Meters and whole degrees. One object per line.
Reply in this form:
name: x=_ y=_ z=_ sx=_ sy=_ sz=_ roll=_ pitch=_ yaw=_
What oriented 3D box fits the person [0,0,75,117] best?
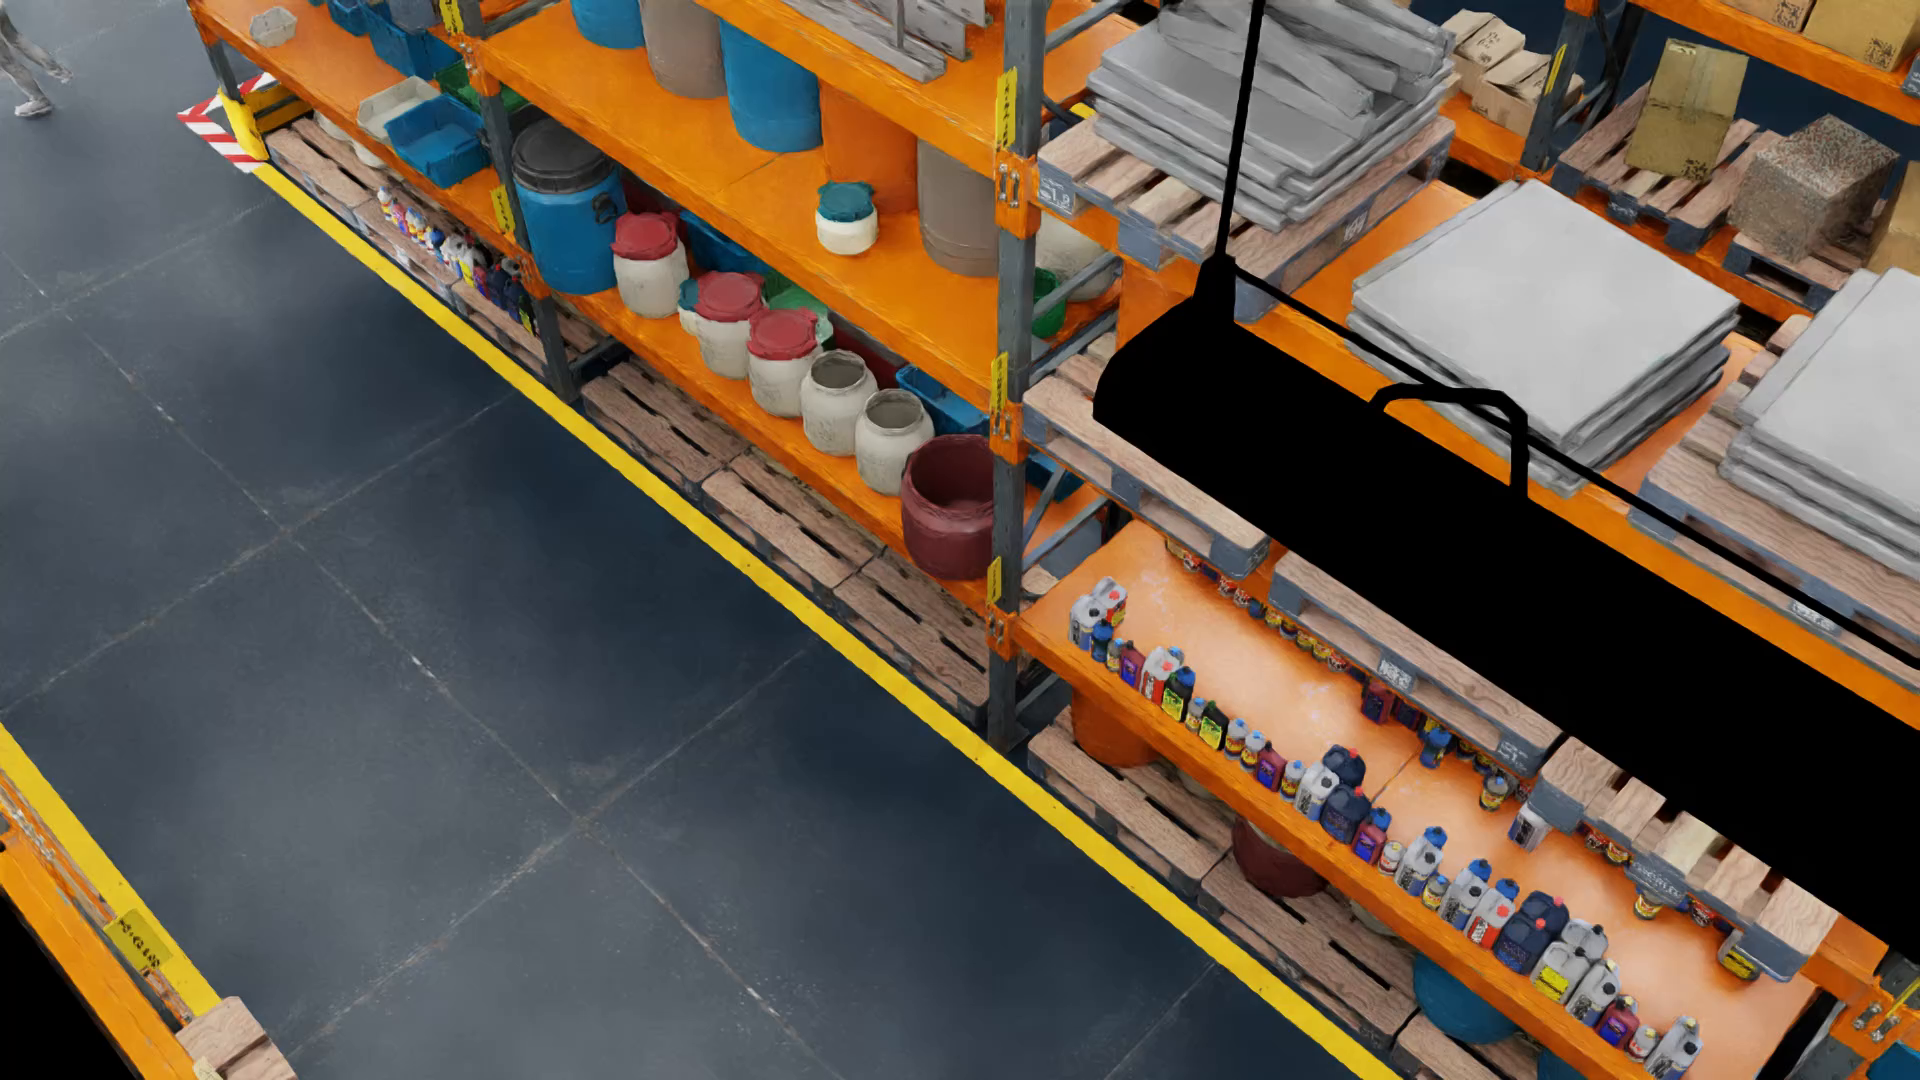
person: x=-7.342 y=-4.026 z=12.680 sx=0.497 sy=1.660 sz=0.638 roll=3 pitch=50 yaw=2

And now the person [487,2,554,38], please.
person: x=-3.591 y=-4.507 z=13.117 sx=0.824 sy=1.594 sz=0.655 roll=21 pitch=53 yaw=17
